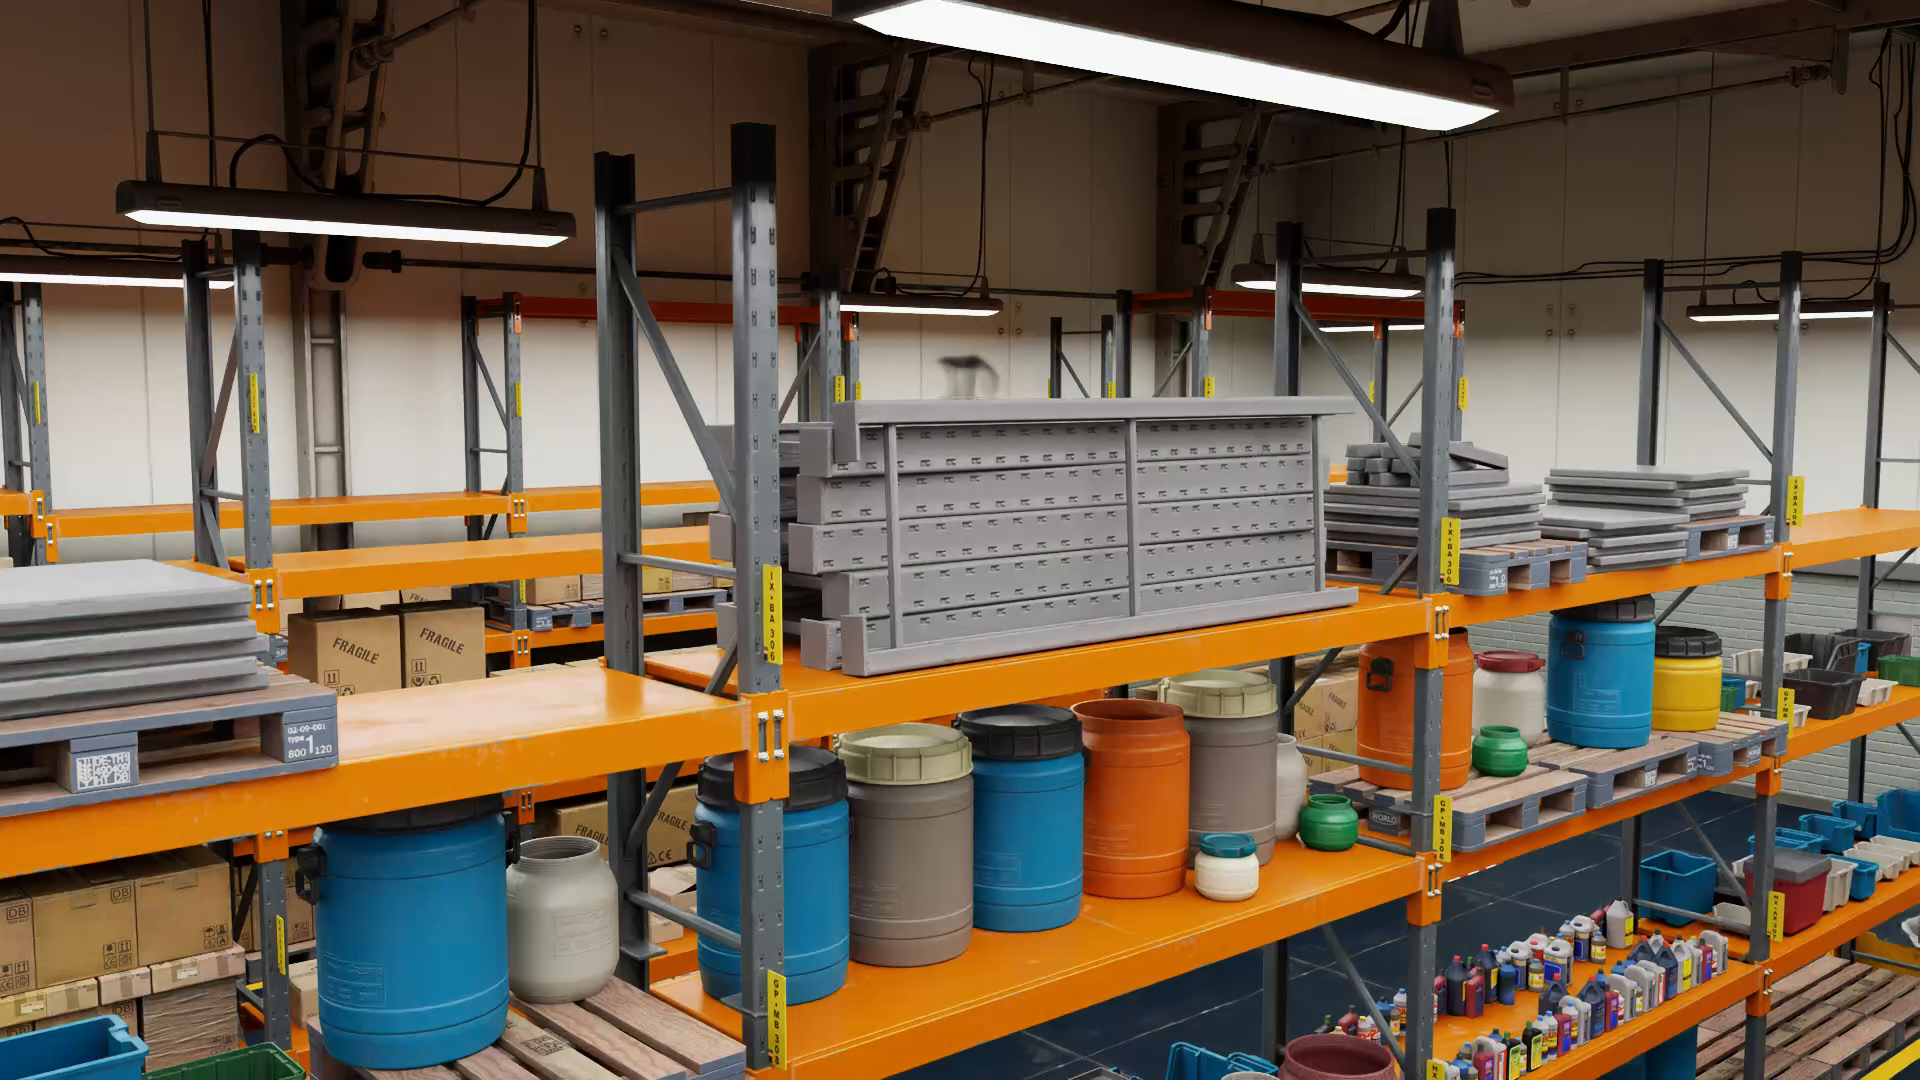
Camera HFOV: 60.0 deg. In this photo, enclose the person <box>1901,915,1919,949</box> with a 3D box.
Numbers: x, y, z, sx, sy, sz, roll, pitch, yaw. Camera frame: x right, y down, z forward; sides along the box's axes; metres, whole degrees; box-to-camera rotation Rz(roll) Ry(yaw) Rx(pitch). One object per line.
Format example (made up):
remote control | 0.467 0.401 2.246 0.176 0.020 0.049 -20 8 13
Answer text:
person | 8.868 2.950 14.716 0.634 1.645 0.867 -4 7 -37
